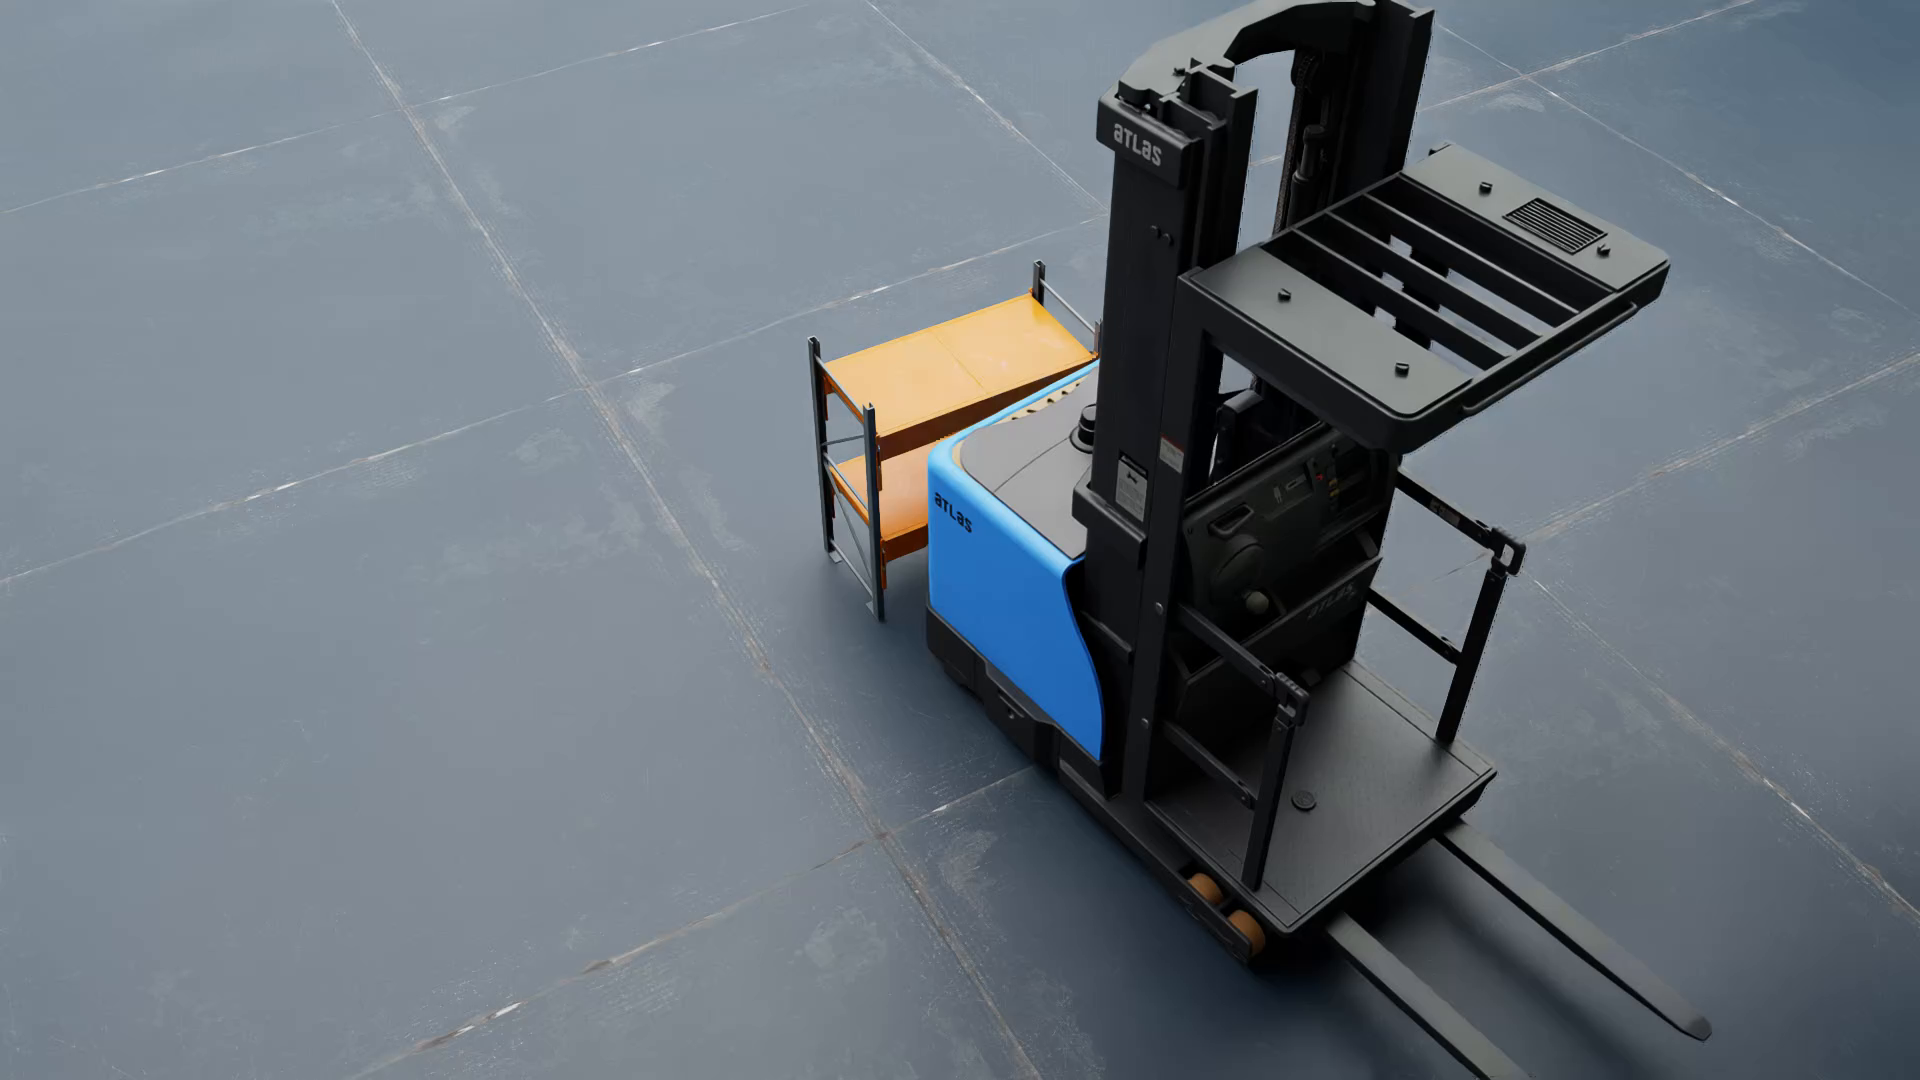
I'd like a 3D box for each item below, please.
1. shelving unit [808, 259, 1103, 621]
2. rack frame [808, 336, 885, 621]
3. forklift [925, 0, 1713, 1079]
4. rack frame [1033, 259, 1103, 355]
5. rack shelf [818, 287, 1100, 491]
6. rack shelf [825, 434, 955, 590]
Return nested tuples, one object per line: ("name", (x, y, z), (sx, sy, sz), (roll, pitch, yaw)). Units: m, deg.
("shelving unit", (-0.006, -0.401, 6.785), (1.048, 1.125, 0.538), (-22, 48, -21))
("rack frame", (-0.447, -0.225, 6.603), (0.032, 1.125, 0.500), (-22, 48, -21))
("forklift", (1.178, -0.016, 5.092), (1.130, 2.935, 3.031), (-29, 51, -27))
("rack frame", (0.435, -0.578, 6.967), (0.032, 1.125, 0.500), (-22, 48, -21))
("rack shelf", (-0.006, -0.611, 6.581), (1.000, 0.278, 0.538), (-22, 48, -21))
("rack shelf", (-0.006, -0.226, 6.956), (1.000, 0.278, 0.538), (-22, 48, -21))
